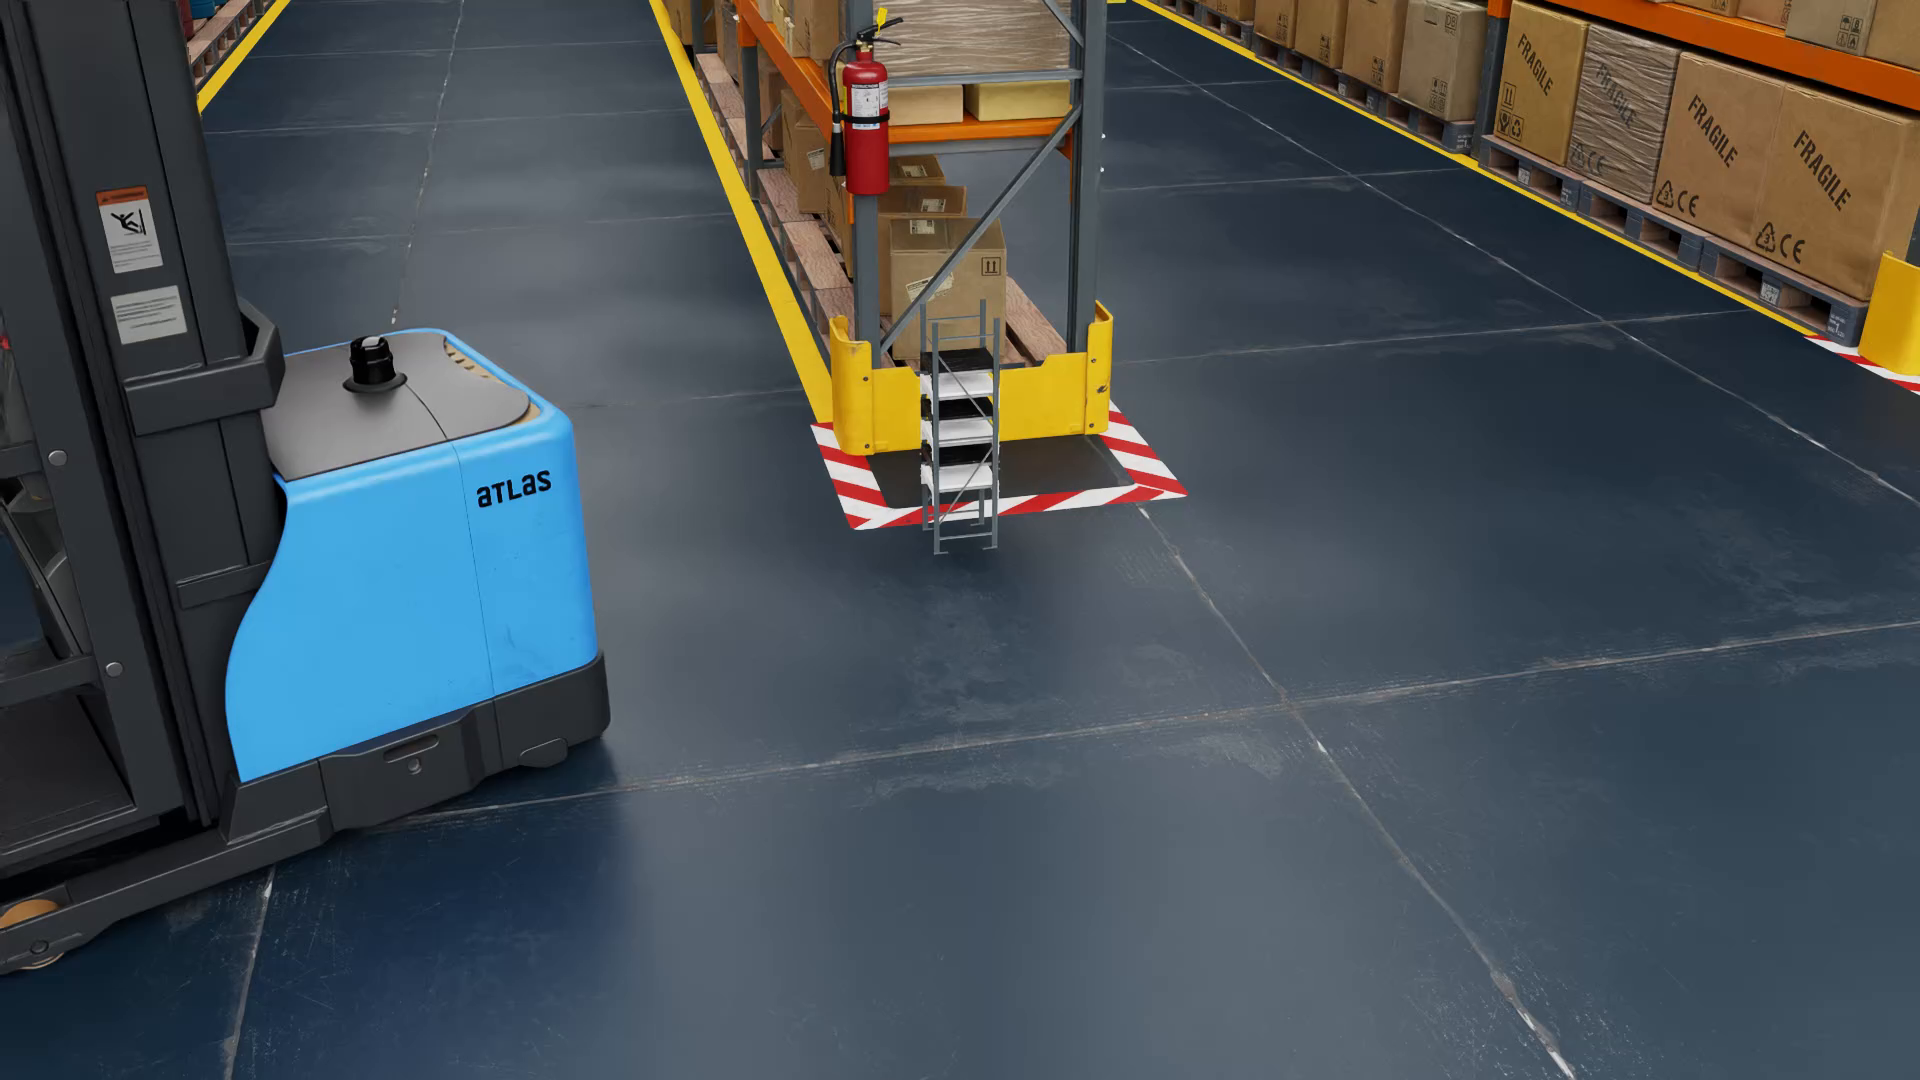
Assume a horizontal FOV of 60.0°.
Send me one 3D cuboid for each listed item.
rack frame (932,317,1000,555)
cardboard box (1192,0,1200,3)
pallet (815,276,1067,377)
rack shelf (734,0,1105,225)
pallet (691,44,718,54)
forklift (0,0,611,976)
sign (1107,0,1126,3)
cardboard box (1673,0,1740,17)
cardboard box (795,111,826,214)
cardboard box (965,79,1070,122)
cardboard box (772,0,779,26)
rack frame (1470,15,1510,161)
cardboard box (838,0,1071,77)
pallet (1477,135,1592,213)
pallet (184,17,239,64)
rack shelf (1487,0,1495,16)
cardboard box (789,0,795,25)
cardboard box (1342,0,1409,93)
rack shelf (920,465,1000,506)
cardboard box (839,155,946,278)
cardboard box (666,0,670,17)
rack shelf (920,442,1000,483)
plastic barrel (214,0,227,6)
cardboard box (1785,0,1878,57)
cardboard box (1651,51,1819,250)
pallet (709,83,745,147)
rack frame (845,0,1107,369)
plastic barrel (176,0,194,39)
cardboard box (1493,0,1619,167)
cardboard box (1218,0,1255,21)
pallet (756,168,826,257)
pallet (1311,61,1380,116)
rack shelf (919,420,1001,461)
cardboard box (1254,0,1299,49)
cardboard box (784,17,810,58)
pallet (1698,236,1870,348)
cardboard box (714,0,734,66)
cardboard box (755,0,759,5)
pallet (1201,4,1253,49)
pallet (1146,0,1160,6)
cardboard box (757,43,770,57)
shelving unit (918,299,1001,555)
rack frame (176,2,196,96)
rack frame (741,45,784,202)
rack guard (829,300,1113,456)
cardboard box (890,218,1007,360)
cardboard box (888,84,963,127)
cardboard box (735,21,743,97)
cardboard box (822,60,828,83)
[{"bbox_3d":[0.021,-0.361,5.966,0.240,0.900,0.006,-6,27,-12],"label":"rack frame"},{"bbox_3d":[2.467,-5.551,16.227,0.500,0.500,0.500,-7,28,-14],"label":"cardboard box"},{"bbox_3d":[-0.100,-0.936,7.869,1.003,0.211,1.213,-6,27,-12],"label":"pallet"},{"bbox_3d":[-0.385,-2.344,8.363,1.077,0.370,4.000,-6,27,-12],"label":"rack shelf"},{"bbox_3d":[-1.841,-4.408,14.749,1.003,0.211,1.213,-6,27,-12],"label":"pallet"},{"bbox_3d":[-2.532,-0.460,3.909,3.031,2.935,1.130,-19,32,-33],"label":"forklift"},{"bbox_3d":[0.594,-2.229,6.376,0.100,0.325,0.005,-6,27,-12],"label":"sign"},{"bbox_3d":[4.484,-3.198,9.090,0.875,0.550,0.500,-6,27,-12],"label":"cardboard box"},{"bbox_3d":[-0.648,-2.184,9.556,0.500,0.500,0.500,2,27,5],"label":"cardboard box"},{"bbox_3d":[0.234,-1.824,6.814,0.380,0.149,0.250,-6,27,-12],"label":"cardboard box"},{"bbox_3d":[-0.775,-2.760,8.667,0.380,0.149,0.250,-6,27,-12],"label":"cardboard box"},{"bbox_3d":[4.019,-4.002,10.850,1.000,3.000,0.127,-6,27,-12],"label":"rack frame"},{"bbox_3d":[-0.031,-2.209,6.856,0.875,0.500,0.500,-6,27,-12],"label":"cardboard box"},{"bbox_3d":[4.115,-2.416,10.802,1.003,0.211,1.213,-6,27,-12],"label":"pallet"},{"bbox_3d":[-7.052,-4.427,14.788,1.003,0.211,1.213,-6,27,-12],"label":"pallet"},{"bbox_3d":[3.569,-4.559,12.752,1.077,0.370,4.000,-6,27,-12],"label":"rack shelf"},{"bbox_3d":[-0.332,-2.640,7.710,0.875,0.500,0.500,-6,27,-12],"label":"cardboard box"},{"bbox_3d":[3.578,-3.873,12.624,1.050,0.750,0.750,-6,27,-12],"label":"cardboard box"},{"bbox_3d":[-0.002,-0.215,6.150,0.258,0.077,0.200,-6,27,-12],"label":"rack shelf"},{"bbox_3d":[-0.349,-1.670,8.538,0.500,0.500,0.500,-3,27,-7],"label":"cardboard box"},{"bbox_3d":[-2.066,-5.235,15.185,1.225,0.875,0.875,-6,27,-11],"label":"cardboard box"},{"bbox_3d":[-0.002,-0.295,6.110,0.258,0.077,0.200,-6,27,-12],"label":"rack shelf"},{"bbox_3d":[-7.358,-5.562,15.804,0.600,0.901,0.708,-6,27,-12],"label":"plastic barrel"},{"bbox_3d":[4.648,-2.711,8.125,0.875,0.550,0.550,-6,27,-12],"label":"cardboard box"},{"bbox_3d":[4.503,-2.162,9.097,0.875,0.875,0.875,-6,27,-12],"label":"cardboard box"},{"bbox_3d":[-1.291,-3.176,12.309,1.003,0.211,1.213,-6,27,-12],"label":"pallet"},{"bbox_3d":[0.066,-1.787,6.461,1.000,3.000,0.127,-6,27,-12],"label":"rack frame"},{"bbox_3d":[-6.944,-4.616,14.276,0.600,0.588,0.708,-6,27,-12],"label":"plastic barrel"},{"bbox_3d":[4.093,-2.958,10.673,0.875,0.875,0.875,-6,27,-11],"label":"cardboard box"},{"bbox_3d":[2.715,-5.092,15.318,0.500,0.500,0.500,-6,27,-12],"label":"cardboard box"},{"bbox_3d":[-0.650,-2.007,9.992,1.003,0.211,1.213,-6,27,-12],"label":"pallet"},{"bbox_3d":[3.494,-3.625,13.198,1.003,0.211,1.213,-6,27,-12],"label":"pallet"},{"bbox_3d":[-0.002,-0.376,6.069,0.258,0.077,0.200,-6,27,-12],"label":"rack shelf"},{"bbox_3d":[3.168,-4.665,14.194,1.050,0.750,0.750,-6,27,-12],"label":"cardboard box"},{"bbox_3d":[-0.640,-2.427,8.008,0.380,0.149,0.250,-6,27,-12],"label":"cardboard box"},{"bbox_3d":[4.665,-1.344,8.679,1.003,0.211,1.213,-6,27,-12],"label":"pallet"},{"bbox_3d":[-1.567,-4.087,13.305,0.700,0.500,0.500,-7,28,-14],"label":"cardboard box"},{"bbox_3d":[-0.953,-3.088,9.318,0.380,0.149,0.250,-6,27,-12],"label":"cardboard box"},{"bbox_3d":[2.943,-4.857,15.638,1.003,0.211,1.213,-6,27,-12],"label":"pallet"},{"bbox_3d":[2.393,-5.928,17.760,1.003,0.211,1.213,-6,27,-12],"label":"pallet"},{"bbox_3d":[-1.042,-3.106,11.361,0.700,0.500,0.500,-6,27,-12],"label":"cardboard box"},{"bbox_3d":[-0.002,-0.405,6.054,0.258,0.900,0.210,-6,27,-12],"label":"shelving unit"},{"bbox_3d":[-6.563,-4.796,12.423,1.000,3.000,0.127,-6,27,-12],"label":"rack frame"},{"bbox_3d":[-0.836,-3.543,9.940,1.000,3.000,0.127,-6,27,-12],"label":"rack frame"},{"bbox_3d":[0.049,-0.704,7.091,1.175,0.500,0.348,-6,27,-12],"label":"rack guard"},{"bbox_3d":[-0.059,-1.134,7.476,0.500,0.500,0.500,-1,27,-2],"label":"cardboard box"},{"bbox_3d":[-0.200,-1.779,6.724,0.380,0.149,0.250,-6,27,-12],"label":"cardboard box"},{"bbox_3d":[-1.295,-3.597,12.333,0.700,0.500,0.500,-4,27,-7],"label":"cardboard box"},{"bbox_3d":[-0.403,-2.105,7.369,0.380,0.149,0.250,-6,27,-12],"label":"cardboard box"}]
